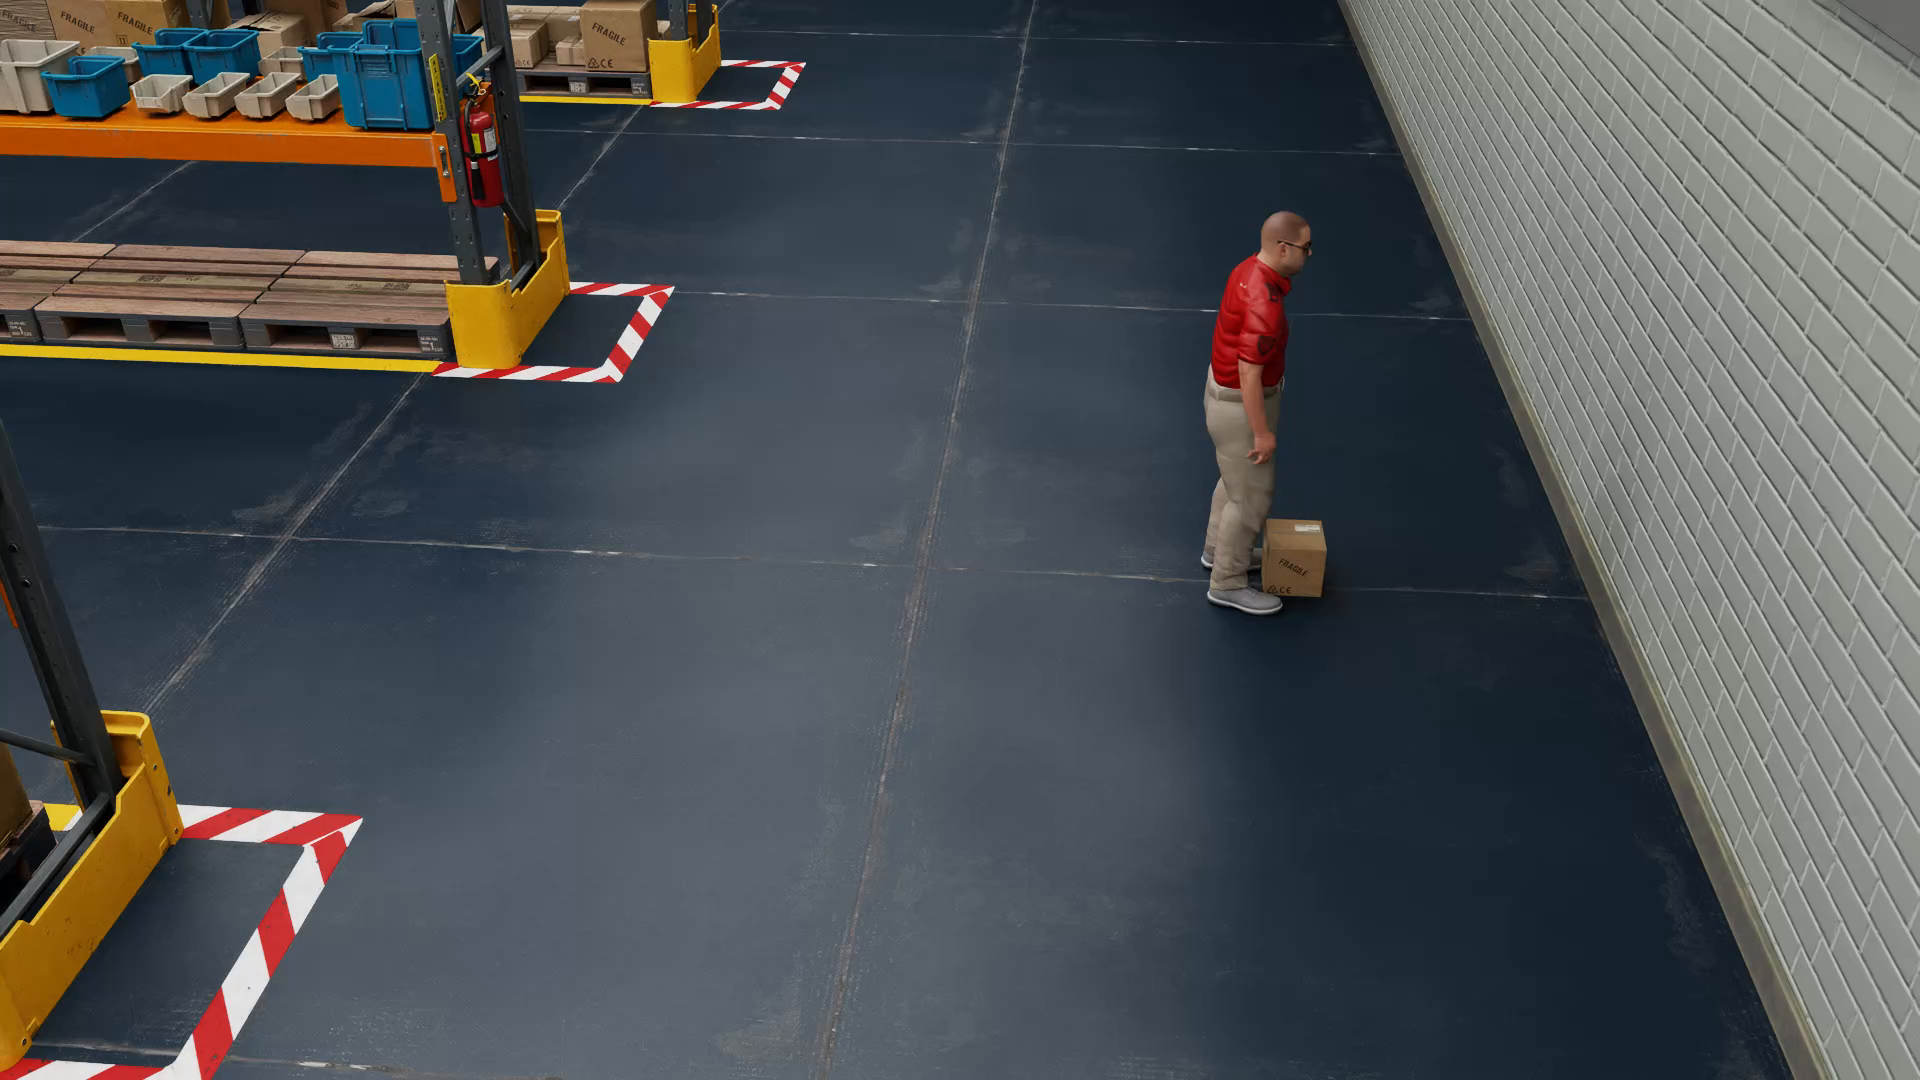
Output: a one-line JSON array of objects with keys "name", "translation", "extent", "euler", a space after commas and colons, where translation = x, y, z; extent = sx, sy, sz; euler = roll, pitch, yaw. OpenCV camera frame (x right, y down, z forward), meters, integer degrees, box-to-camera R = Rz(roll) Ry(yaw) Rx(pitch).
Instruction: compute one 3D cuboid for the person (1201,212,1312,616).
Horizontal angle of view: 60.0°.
[{"name": "person", "translation": [1.234, -0.558, 7.049], "extent": [0.388, 1.726, 0.590], "euler": [2, 32, 3]}]
